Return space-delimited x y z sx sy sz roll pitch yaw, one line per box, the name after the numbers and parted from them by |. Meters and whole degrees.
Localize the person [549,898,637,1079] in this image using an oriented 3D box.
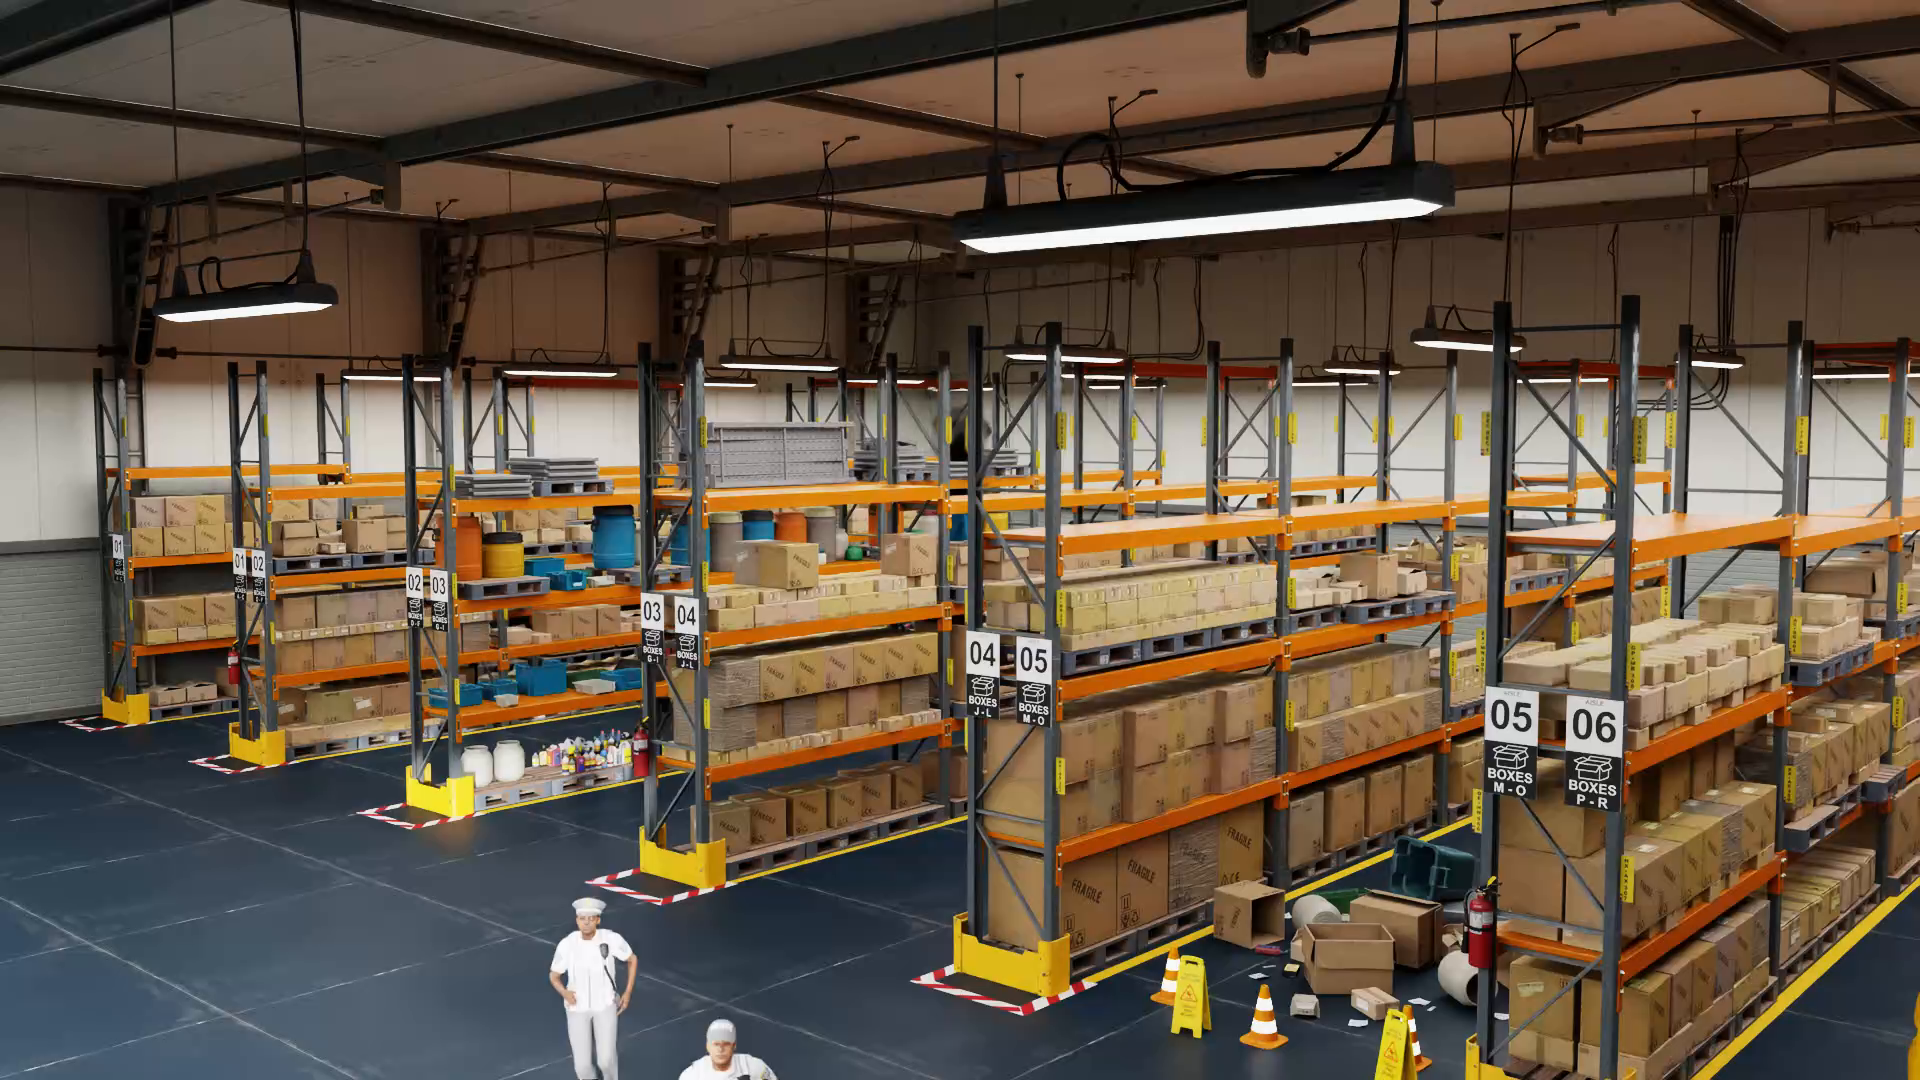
-2.690 3.439 12.153 0.624 1.666 0.528 0 4 -6 | person

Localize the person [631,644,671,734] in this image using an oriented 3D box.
-5.123 2.315 27.591 0.643 1.710 0.997 3 5 35 | person

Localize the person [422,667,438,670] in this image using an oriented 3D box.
-9.254 2.145 29.390 0.684 1.753 0.642 4 6 41 | person

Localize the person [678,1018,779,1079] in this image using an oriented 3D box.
-1.372 3.621 9.739 0.661 1.638 0.570 0 4 -6 | person

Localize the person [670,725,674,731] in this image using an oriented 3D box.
-4.434 2.287 27.603 0.570 1.658 0.905 3 5 38 | person
